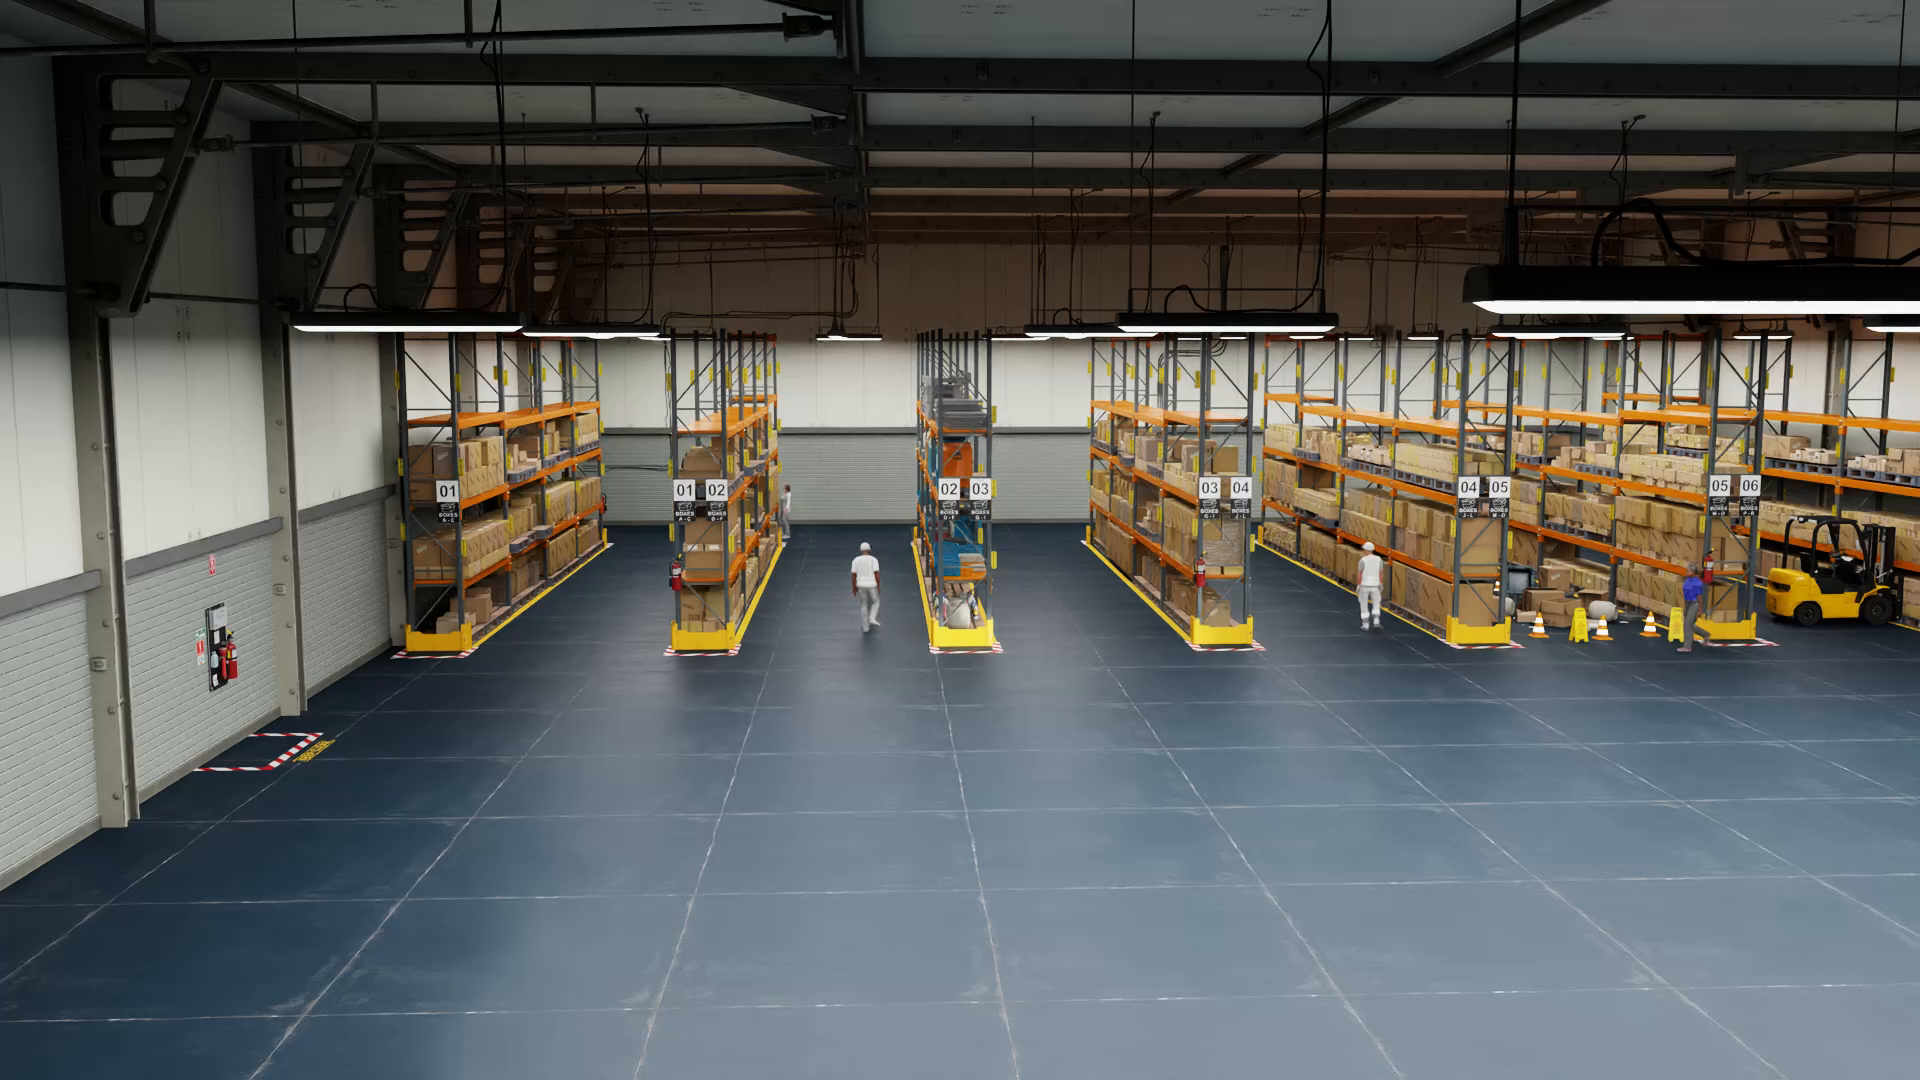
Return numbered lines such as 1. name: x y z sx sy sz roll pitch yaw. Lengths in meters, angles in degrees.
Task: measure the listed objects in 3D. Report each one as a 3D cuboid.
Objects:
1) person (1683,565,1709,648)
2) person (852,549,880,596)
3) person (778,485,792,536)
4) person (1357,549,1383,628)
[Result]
1. person: 13.744 1.228 30.981 0.614 1.564 0.476 -1 7 -10
2. person: -1.868 0.615 33.223 0.604 1.046 0.393 1 7 6
3. person: -5.182 -0.876 48.898 0.407 1.507 0.418 -6 9 -41
4. person: 8.189 0.931 33.199 0.536 1.686 0.449 0 7 -2
